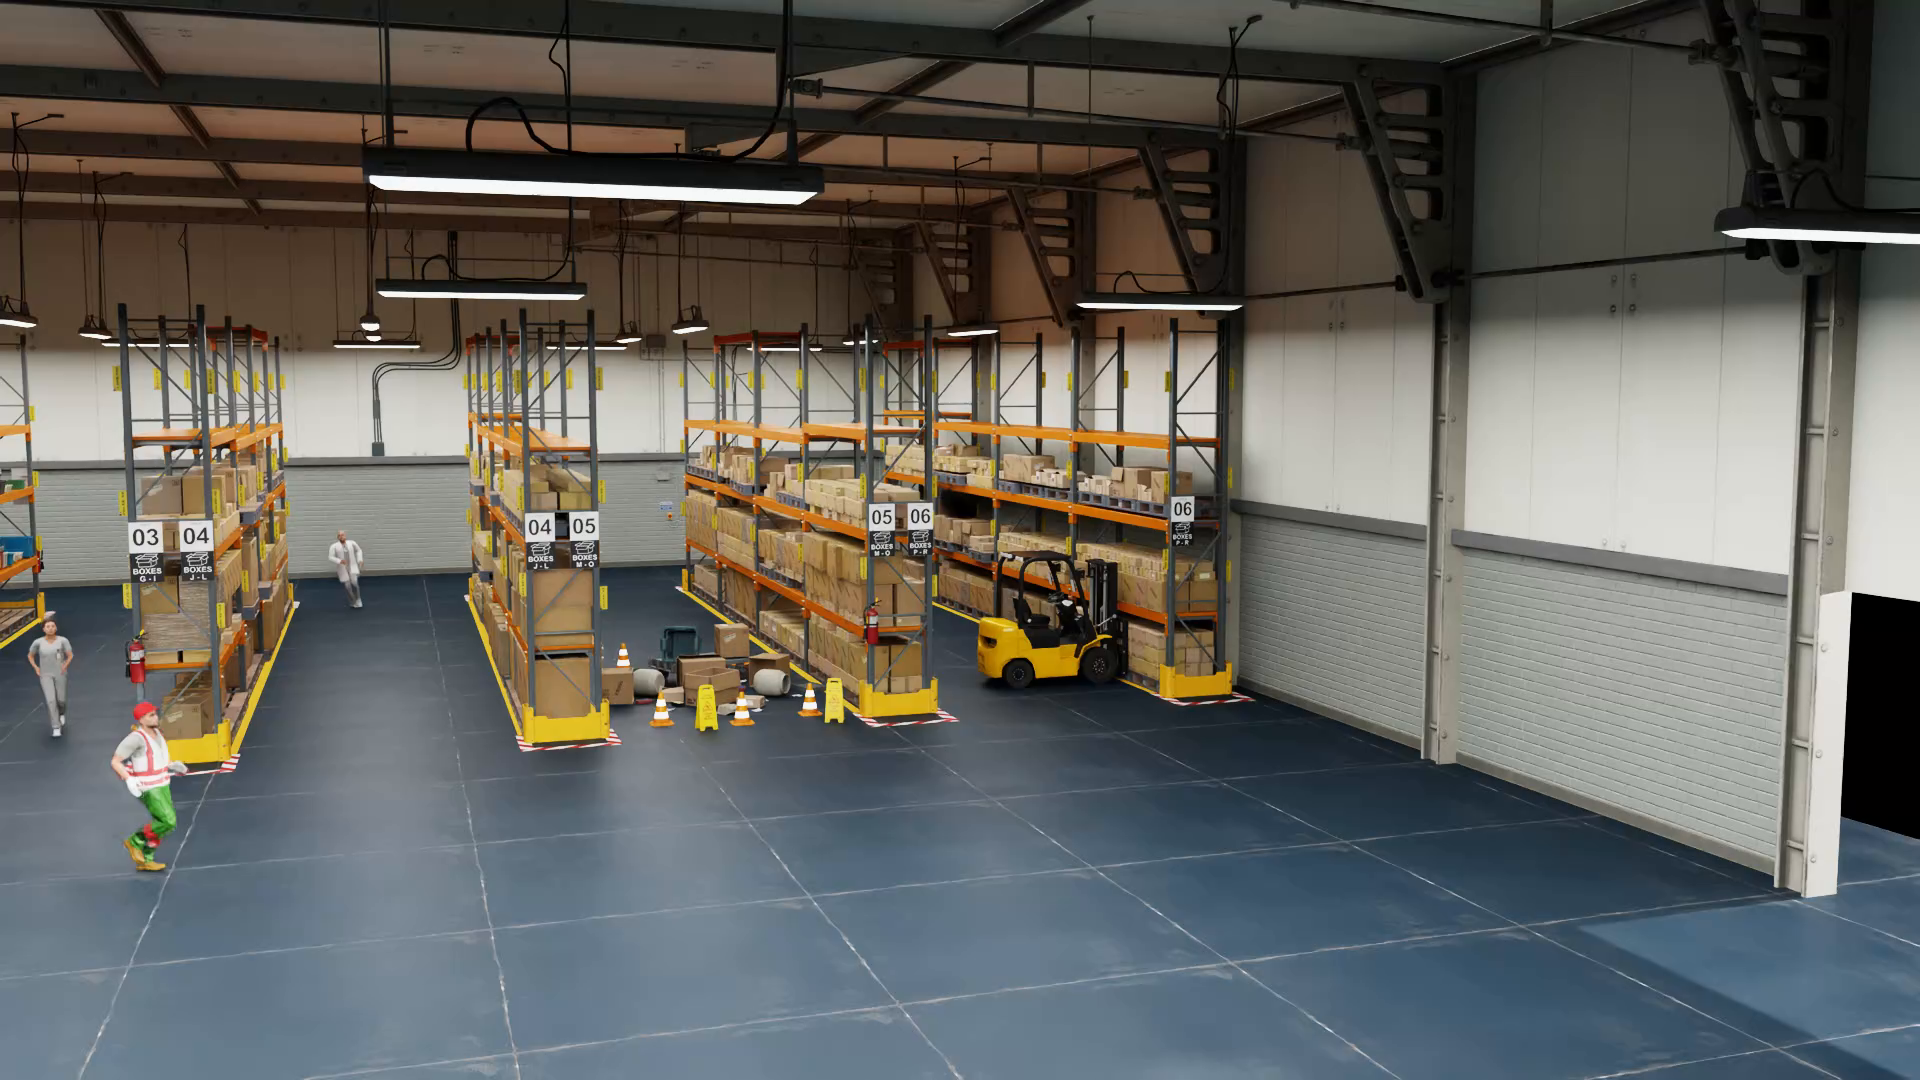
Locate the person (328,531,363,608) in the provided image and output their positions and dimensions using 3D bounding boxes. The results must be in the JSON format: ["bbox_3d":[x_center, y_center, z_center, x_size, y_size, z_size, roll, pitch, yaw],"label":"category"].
[{"bbox_3d":[-13.541,0.651,36.676,0.718,1.723,0.664,-2,6,-24],"label":"person"}]

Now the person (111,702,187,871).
[{"bbox_3d":[-8.222,2.520,16.998,0.580,1.740,0.651,0,5,5],"label":"person"}]

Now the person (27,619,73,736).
[{"bbox_3d":[-12.966,1.939,23.734,0.574,1.651,0.688,-3,6,-31],"label":"person"}]
